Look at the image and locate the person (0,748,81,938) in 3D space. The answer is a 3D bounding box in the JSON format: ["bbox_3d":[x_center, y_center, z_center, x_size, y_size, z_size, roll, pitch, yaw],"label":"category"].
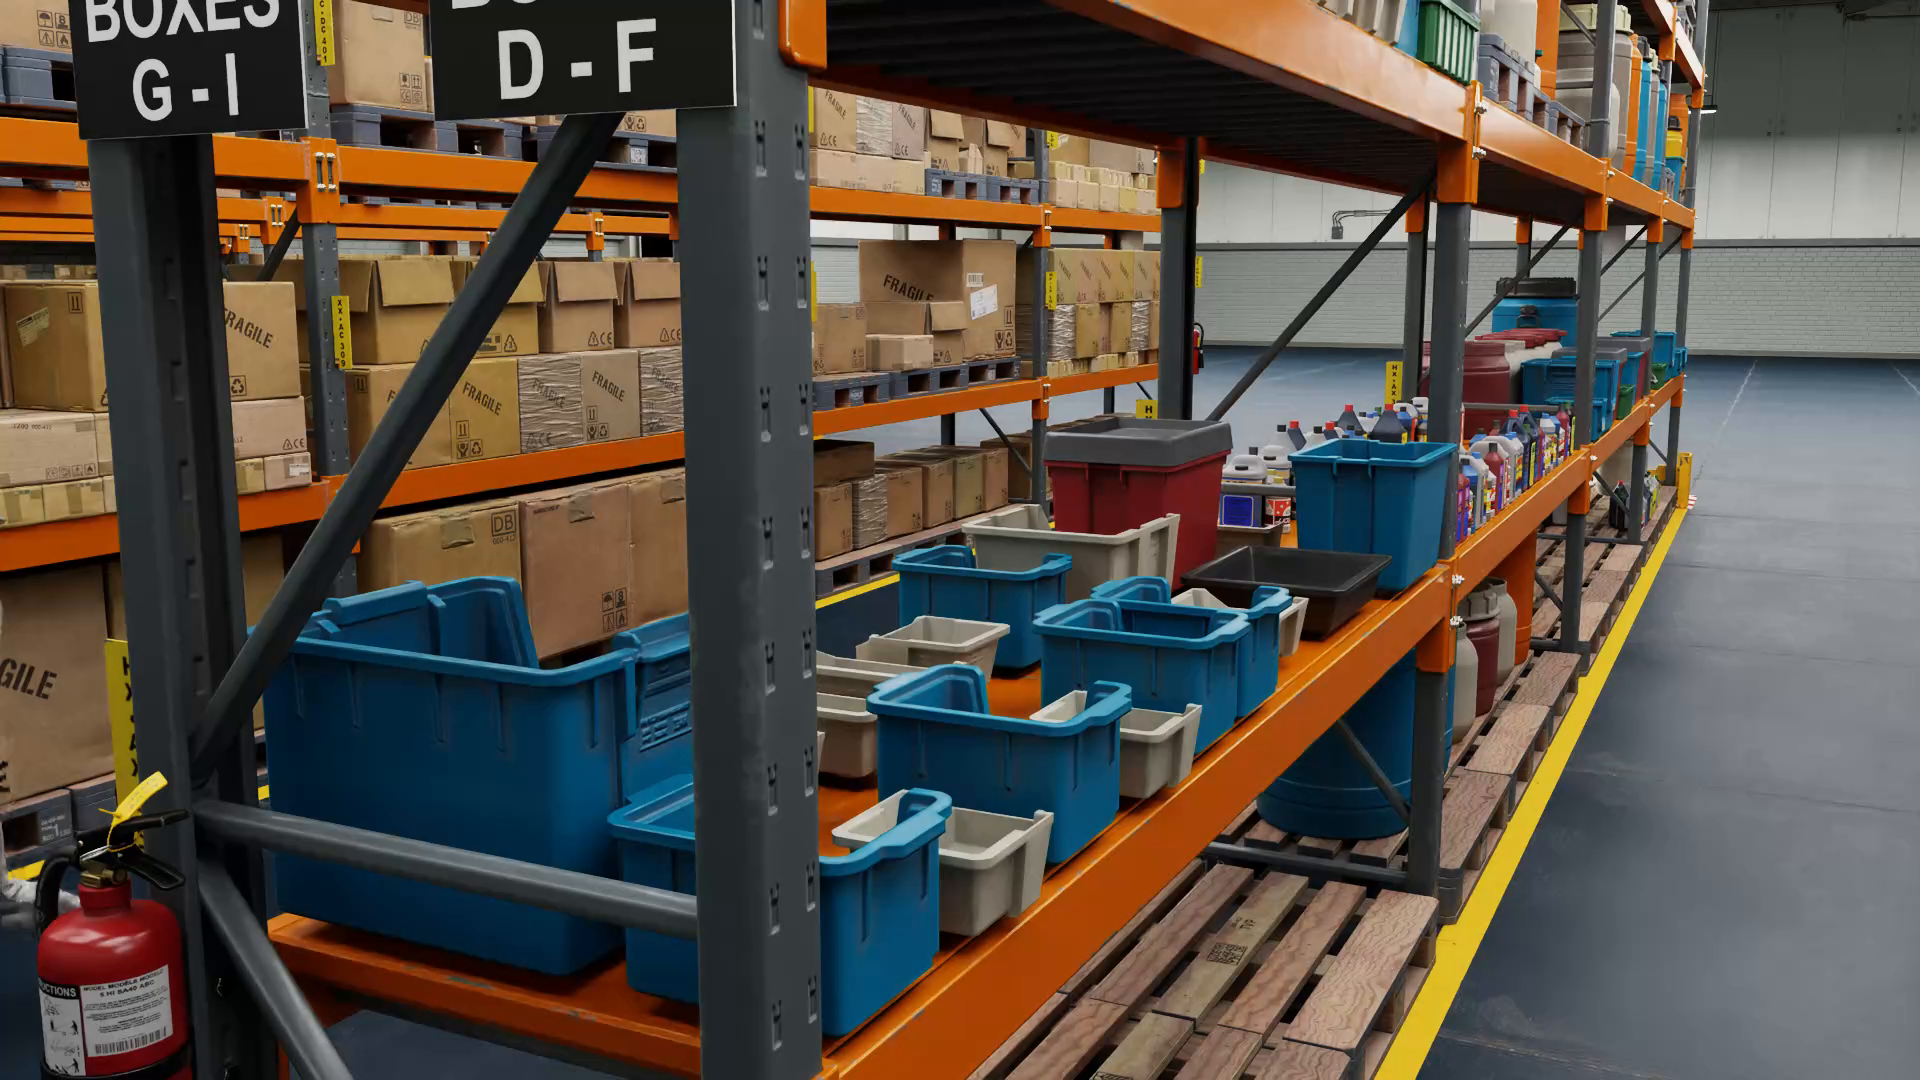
[{"bbox_3d":[-2.909,0.645,4.749,0.467,1.646,0.942,7,12,37],"label":"person"}]
